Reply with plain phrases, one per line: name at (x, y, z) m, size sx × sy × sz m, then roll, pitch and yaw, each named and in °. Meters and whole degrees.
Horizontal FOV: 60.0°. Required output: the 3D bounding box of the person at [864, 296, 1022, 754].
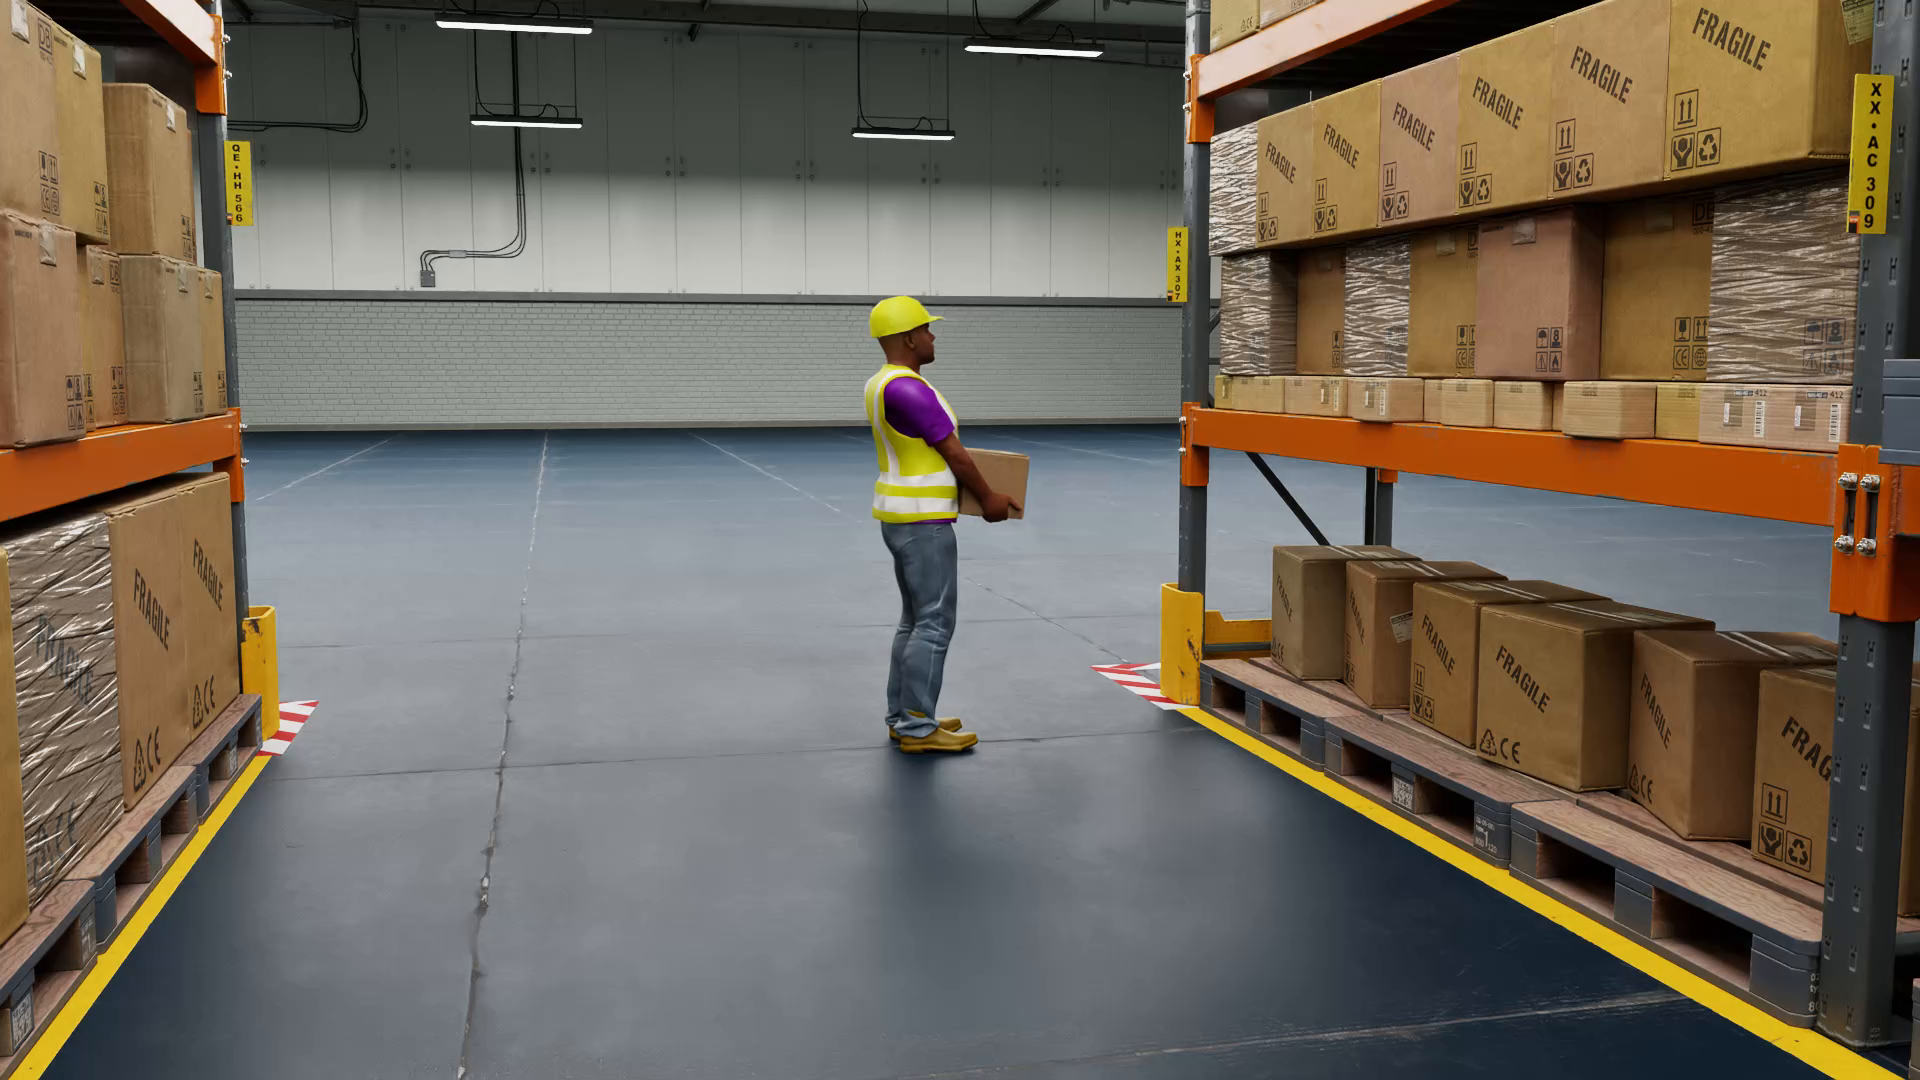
person at (-0.075, -0.071, 6.536) m, size 0.577 × 1.761 × 0.502 m, roll -1°, pitch 6°, yaw -14°
